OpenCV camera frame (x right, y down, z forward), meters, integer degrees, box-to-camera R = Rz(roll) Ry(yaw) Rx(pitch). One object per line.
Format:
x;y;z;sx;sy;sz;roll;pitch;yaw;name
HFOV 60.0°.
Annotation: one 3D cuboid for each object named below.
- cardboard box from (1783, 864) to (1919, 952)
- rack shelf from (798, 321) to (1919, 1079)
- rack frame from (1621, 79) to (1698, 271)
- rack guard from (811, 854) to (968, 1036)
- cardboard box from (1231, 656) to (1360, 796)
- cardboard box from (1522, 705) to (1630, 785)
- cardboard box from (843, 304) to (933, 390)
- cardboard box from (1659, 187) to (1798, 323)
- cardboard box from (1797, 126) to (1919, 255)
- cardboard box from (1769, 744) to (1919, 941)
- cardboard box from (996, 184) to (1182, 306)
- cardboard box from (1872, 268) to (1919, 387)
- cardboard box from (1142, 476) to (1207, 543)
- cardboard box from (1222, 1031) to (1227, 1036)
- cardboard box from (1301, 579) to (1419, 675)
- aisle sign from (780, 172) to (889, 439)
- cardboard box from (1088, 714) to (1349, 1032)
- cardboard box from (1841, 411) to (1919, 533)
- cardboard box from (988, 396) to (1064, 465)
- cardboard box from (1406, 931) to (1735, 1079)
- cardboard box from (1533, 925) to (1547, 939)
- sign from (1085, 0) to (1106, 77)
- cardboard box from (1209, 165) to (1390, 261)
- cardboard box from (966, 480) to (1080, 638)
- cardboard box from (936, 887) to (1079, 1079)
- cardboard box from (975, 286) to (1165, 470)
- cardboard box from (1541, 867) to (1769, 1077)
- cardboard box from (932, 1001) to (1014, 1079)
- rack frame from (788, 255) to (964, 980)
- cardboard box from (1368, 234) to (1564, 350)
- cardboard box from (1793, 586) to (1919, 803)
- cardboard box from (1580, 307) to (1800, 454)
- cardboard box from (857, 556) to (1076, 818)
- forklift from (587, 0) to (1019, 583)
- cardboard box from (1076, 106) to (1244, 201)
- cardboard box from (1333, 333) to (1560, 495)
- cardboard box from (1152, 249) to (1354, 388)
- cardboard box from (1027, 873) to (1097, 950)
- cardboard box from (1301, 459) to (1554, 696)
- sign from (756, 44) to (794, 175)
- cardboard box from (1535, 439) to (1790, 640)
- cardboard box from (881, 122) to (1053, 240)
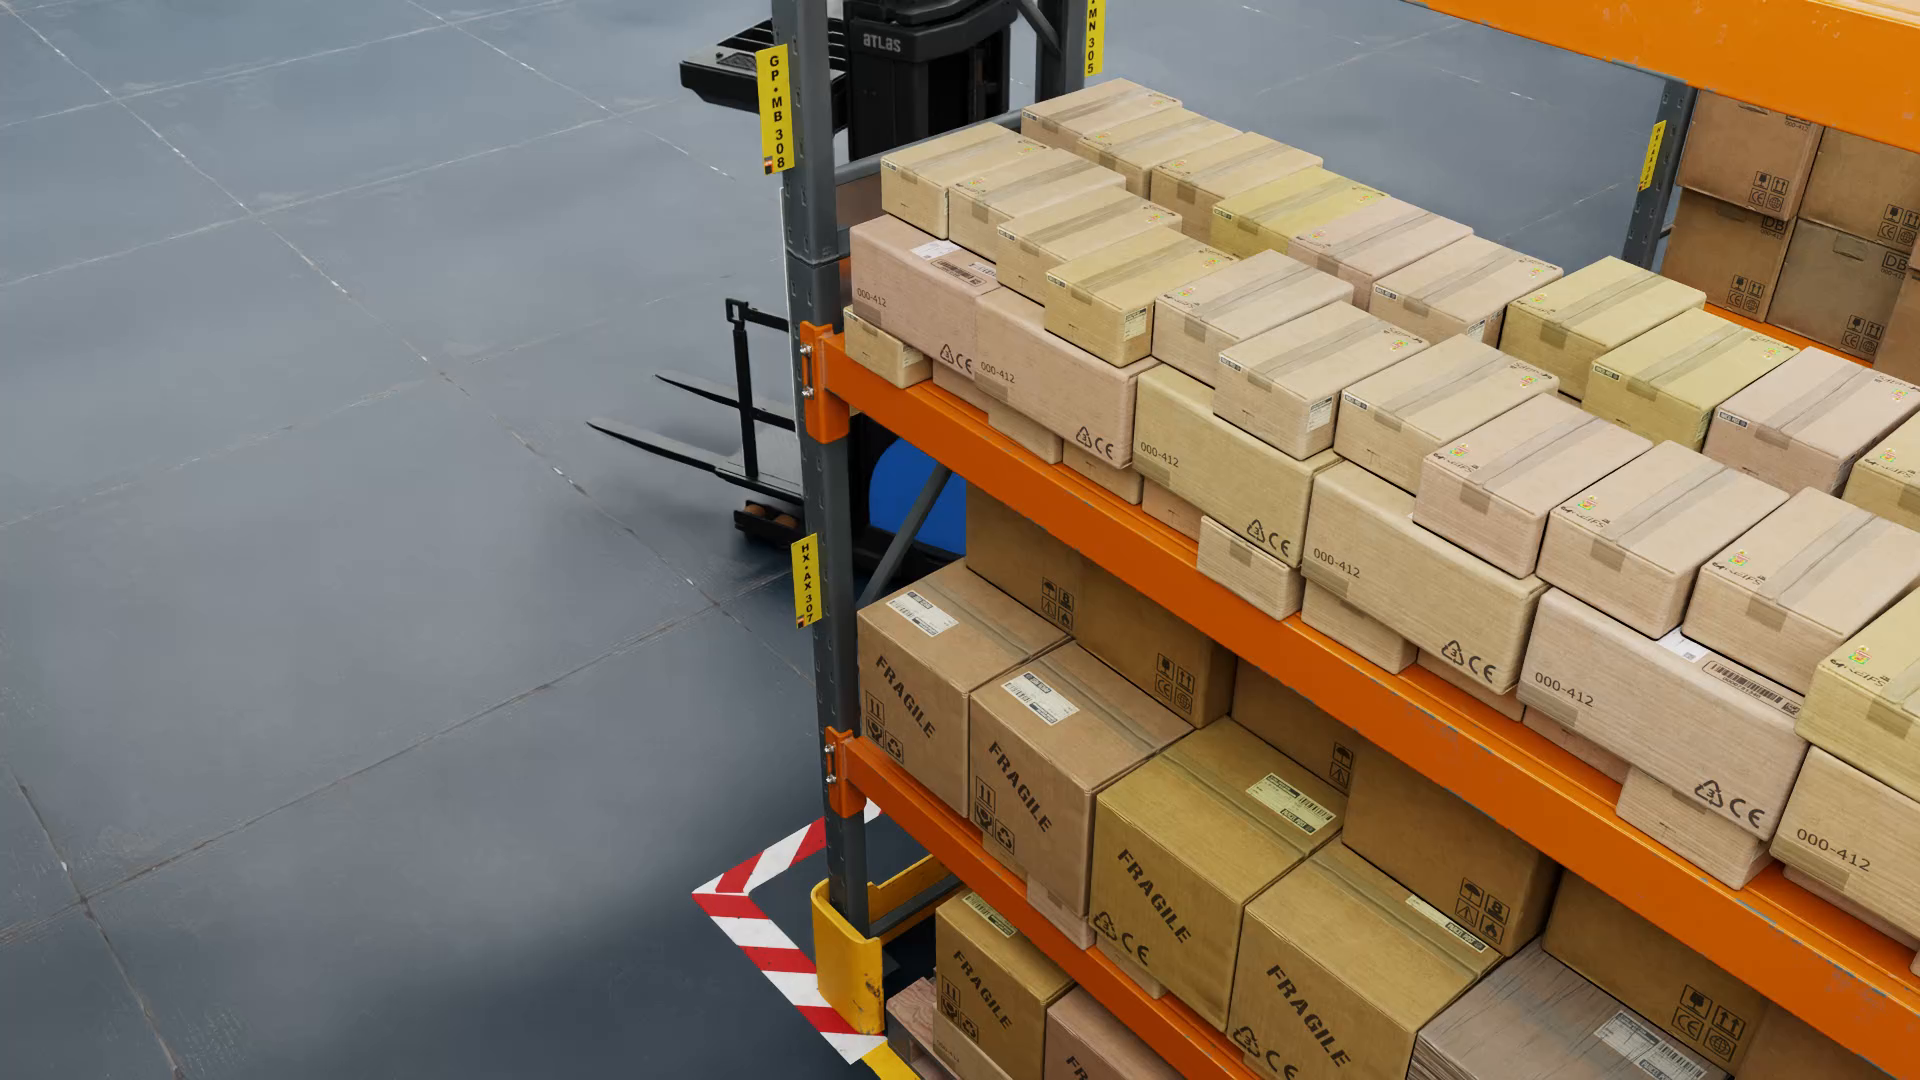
1.683;0.520;2.944;0.380;0.149;0.250;-28;44;-33;cardboard box
1.236;0.231;3.757;1.077;0.370;4.000;-26;43;-32;rack shelf
3.661;-1.612;8.332;1.000;3.000;0.127;-26;43;-32;rack frame
-0.006;1.332;6.337;1.175;0.500;0.348;-26;43;-32;rack guard
1.170;0.266;4.472;0.700;0.500;0.500;-27;43;-32;cardboard box
1.334;0.292;3.266;0.380;0.149;0.250;-25;42;-31;cardboard box
-0.089;-0.575;4.490;0.380;0.149;0.250;-26;43;-32;cardboard box
3.935;-1.526;8.081;0.875;0.550;0.550;-26;43;-32;cardboard box
4.297;-1.727;7.431;0.875;0.550;0.550;-26;43;-32;cardboard box
1.709;0.443;2.707;0.500;0.250;0.500;-27;43;-32;cardboard box
0.308;-0.697;3.972;0.380;0.149;0.250;-26;43;-32;cardboard box
4.572;-0.998;7.335;0.875;0.550;0.550;-26;43;-32;cardboard box
0.647;-0.147;3.886;0.380;0.149;0.250;-27;44;-33;cardboard box
0.827;1.187;4.597;0.380;0.149;0.250;-24;42;-30;cardboard box
0.949;0.095;3.544;0.380;0.149;0.250;-27;44;-33;cardboard box
-0.332;-0.694;4.786;0.394;0.787;0.004;-26;43;-32;aisle sign
0.705;0.881;4.468;0.500;0.500;0.500;-27;43;-33;cardboard box
1.871;-0.104;3.134;0.380;0.149;0.250;-28;44;-33;cardboard box
0.294;-0.363;4.190;0.380;0.149;0.250;-25;42;-31;cardboard box
1.374;1.327;3.838;0.500;0.500;0.500;-25;42;-31;cardboard box
1.458;0.929;4.400;0.500;0.500;0.500;-25;43;-31;cardboard box
0.382;-1.505;4.819;0.100;0.325;0.005;-26;43;-32;sign
0.829;-0.764;4.066;0.380;0.149;0.250;-26;43;-32;cardboard box
0.442;-0.147;5.055;0.700;0.500;0.500;-27;43;-33;cardboard box
0.270;1.393;5.456;0.500;0.500;0.500;-28;44;-33;cardboard box
0.384;-0.458;3.980;0.500;0.250;0.500;-27;43;-32;cardboard box
1.792;0.734;3.811;0.700;0.500;0.500;-27;43;-33;cardboard box
0.254;1.689;5.687;0.500;0.250;0.500;-26;43;-32;cardboard box
-0.055;0.279;5.662;1.000;3.000;0.127;-26;43;-32;rack frame
1.130;-0.528;3.733;0.380;0.149;0.250;-27;44;-33;cardboard box
1.561;0.239;2.650;0.380;0.149;0.250;-25;42;-31;cardboard box
1.506;-0.319;3.438;0.380;0.149;0.250;-25;42;-31;cardboard box
0.039;0.429;5.106;0.500;0.500;0.500;-27;43;-32;cardboard box
-0.586;-1.403;8.096;3.031;2.935;1.130;18;39;24;forklift
0.526;-1.001;4.401;0.380;0.149;0.250;-25;42;-31;cardboard box
0.977;-0.252;3.343;0.380;0.149;0.250;-25;42;-31;cardboard box
0.646;-0.484;3.672;0.380;0.149;0.250;-26;43;-32;cardboard box
0.418;0.991;4.874;0.380;0.149;0.250;-25;42;-31;cardboard box
1.052;-0.006;3.341;0.500;0.250;0.500;-25;42;-31;cardboard box
-0.469;-1.100;4.257;0.100;0.325;0.005;-26;43;-32;sign
1.266;-0.009;3.000;0.380;0.149;0.250;-25;43;-31;cardboard box
0.019;-0.935;4.309;0.380;0.149;0.250;-26;43;-32;cardboard box
